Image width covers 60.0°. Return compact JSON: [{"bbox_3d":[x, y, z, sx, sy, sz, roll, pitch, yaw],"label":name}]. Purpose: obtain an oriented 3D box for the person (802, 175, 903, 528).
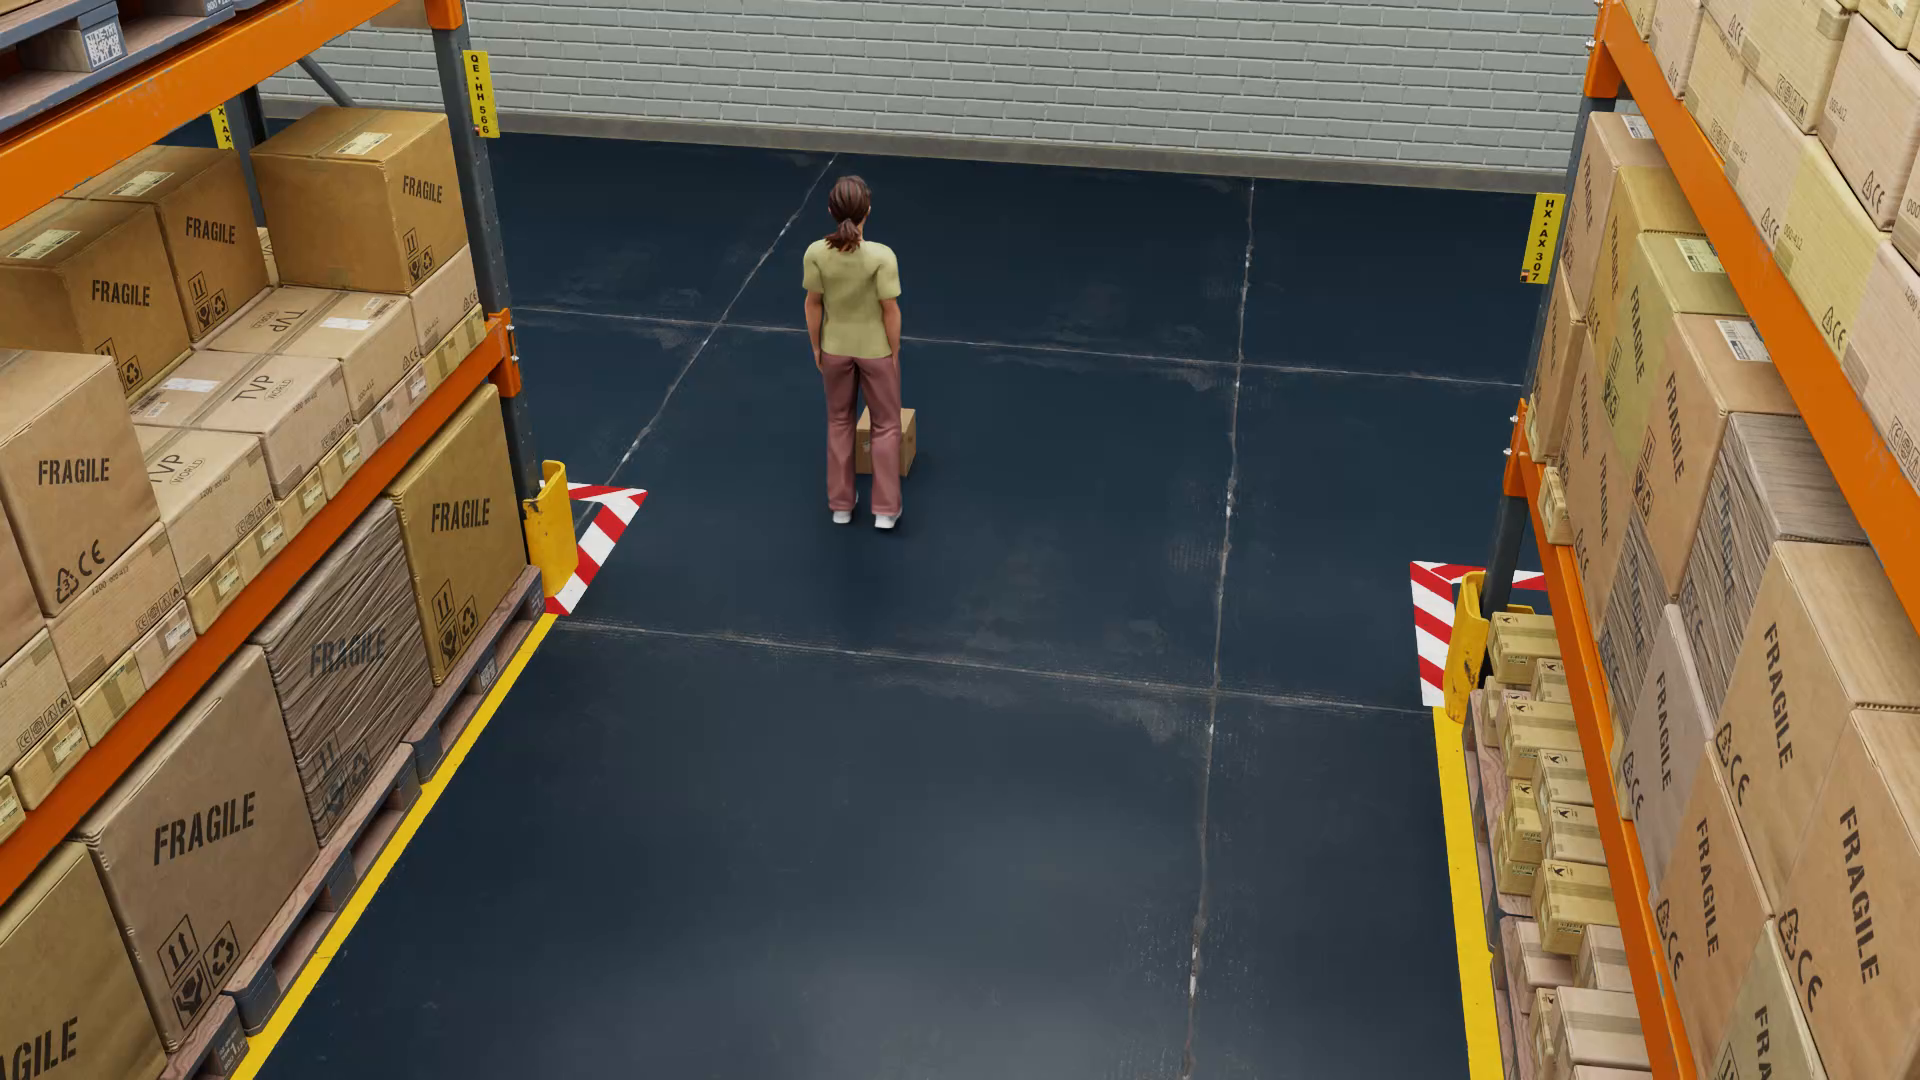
[{"bbox_3d":[-0.465,-0.812,7.454,0.440,1.701,0.362,6,33,9],"label":"person"}]
